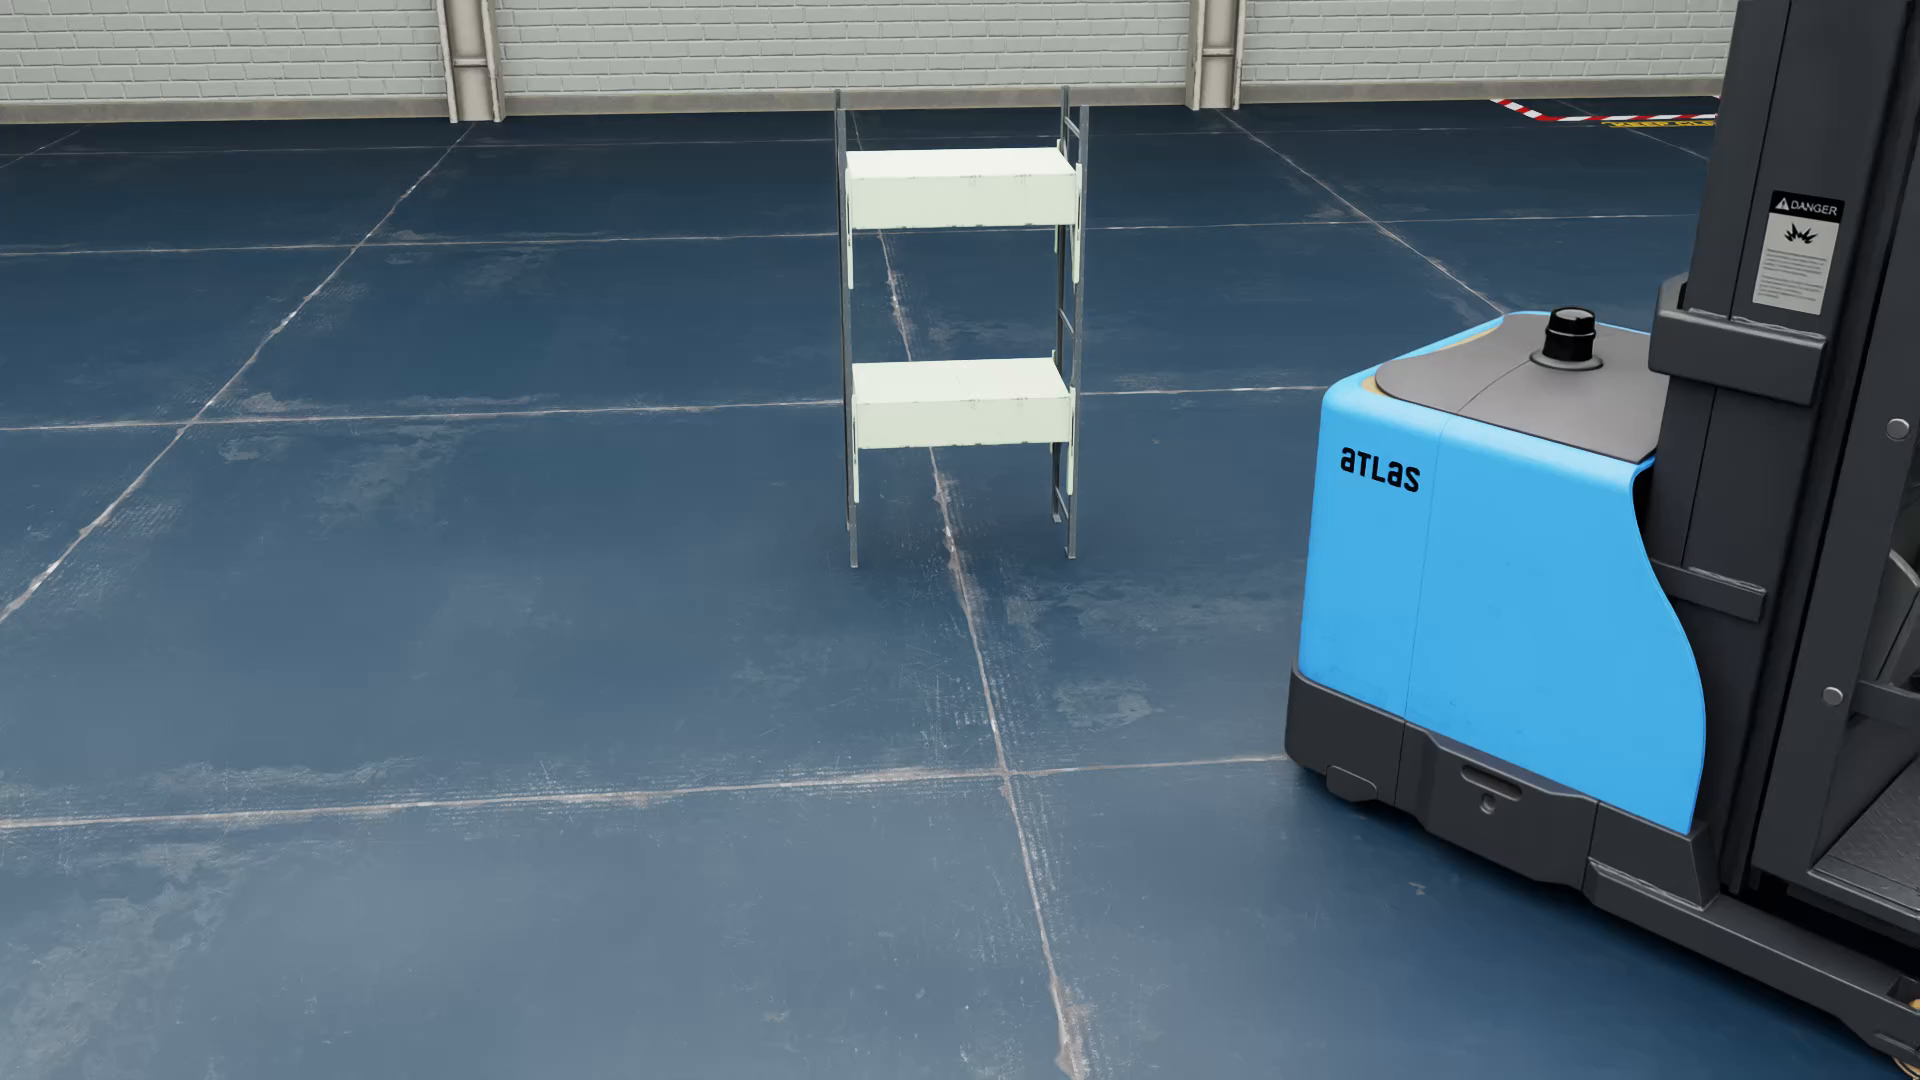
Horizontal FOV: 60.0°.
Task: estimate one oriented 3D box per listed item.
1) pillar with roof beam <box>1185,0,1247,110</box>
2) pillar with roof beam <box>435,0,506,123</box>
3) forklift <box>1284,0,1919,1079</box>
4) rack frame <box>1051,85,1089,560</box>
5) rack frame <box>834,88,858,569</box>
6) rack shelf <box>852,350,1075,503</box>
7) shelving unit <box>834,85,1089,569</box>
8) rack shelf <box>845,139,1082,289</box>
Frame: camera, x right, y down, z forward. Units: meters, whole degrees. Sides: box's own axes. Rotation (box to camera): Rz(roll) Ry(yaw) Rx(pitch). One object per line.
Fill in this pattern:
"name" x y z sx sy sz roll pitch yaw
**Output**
"pillar with roof beam" 2.527 -5.995 8.159 0.400 9.000 9.100 -2 24 -5
"pillar with roof beam" -3.444 -5.755 7.620 0.400 9.000 9.100 -2 24 -5
"forklift" 2.238 -0.436 3.122 1.130 2.935 3.031 -22 32 -40
"rack frame" 0.358 -0.700 5.478 0.023 1.500 0.400 -2 24 -5
"rack frame" -0.371 -0.670 5.412 0.023 1.500 0.400 -2 24 -5
"rack shelf" -0.007 -0.387 5.577 0.720 0.370 0.431 -2 24 -5
"shelving unit" -0.007 -0.685 5.445 0.755 1.500 0.431 -2 24 -5
"rack shelf" -0.007 -1.042 5.286 0.720 0.370 0.431 -2 24 -5
